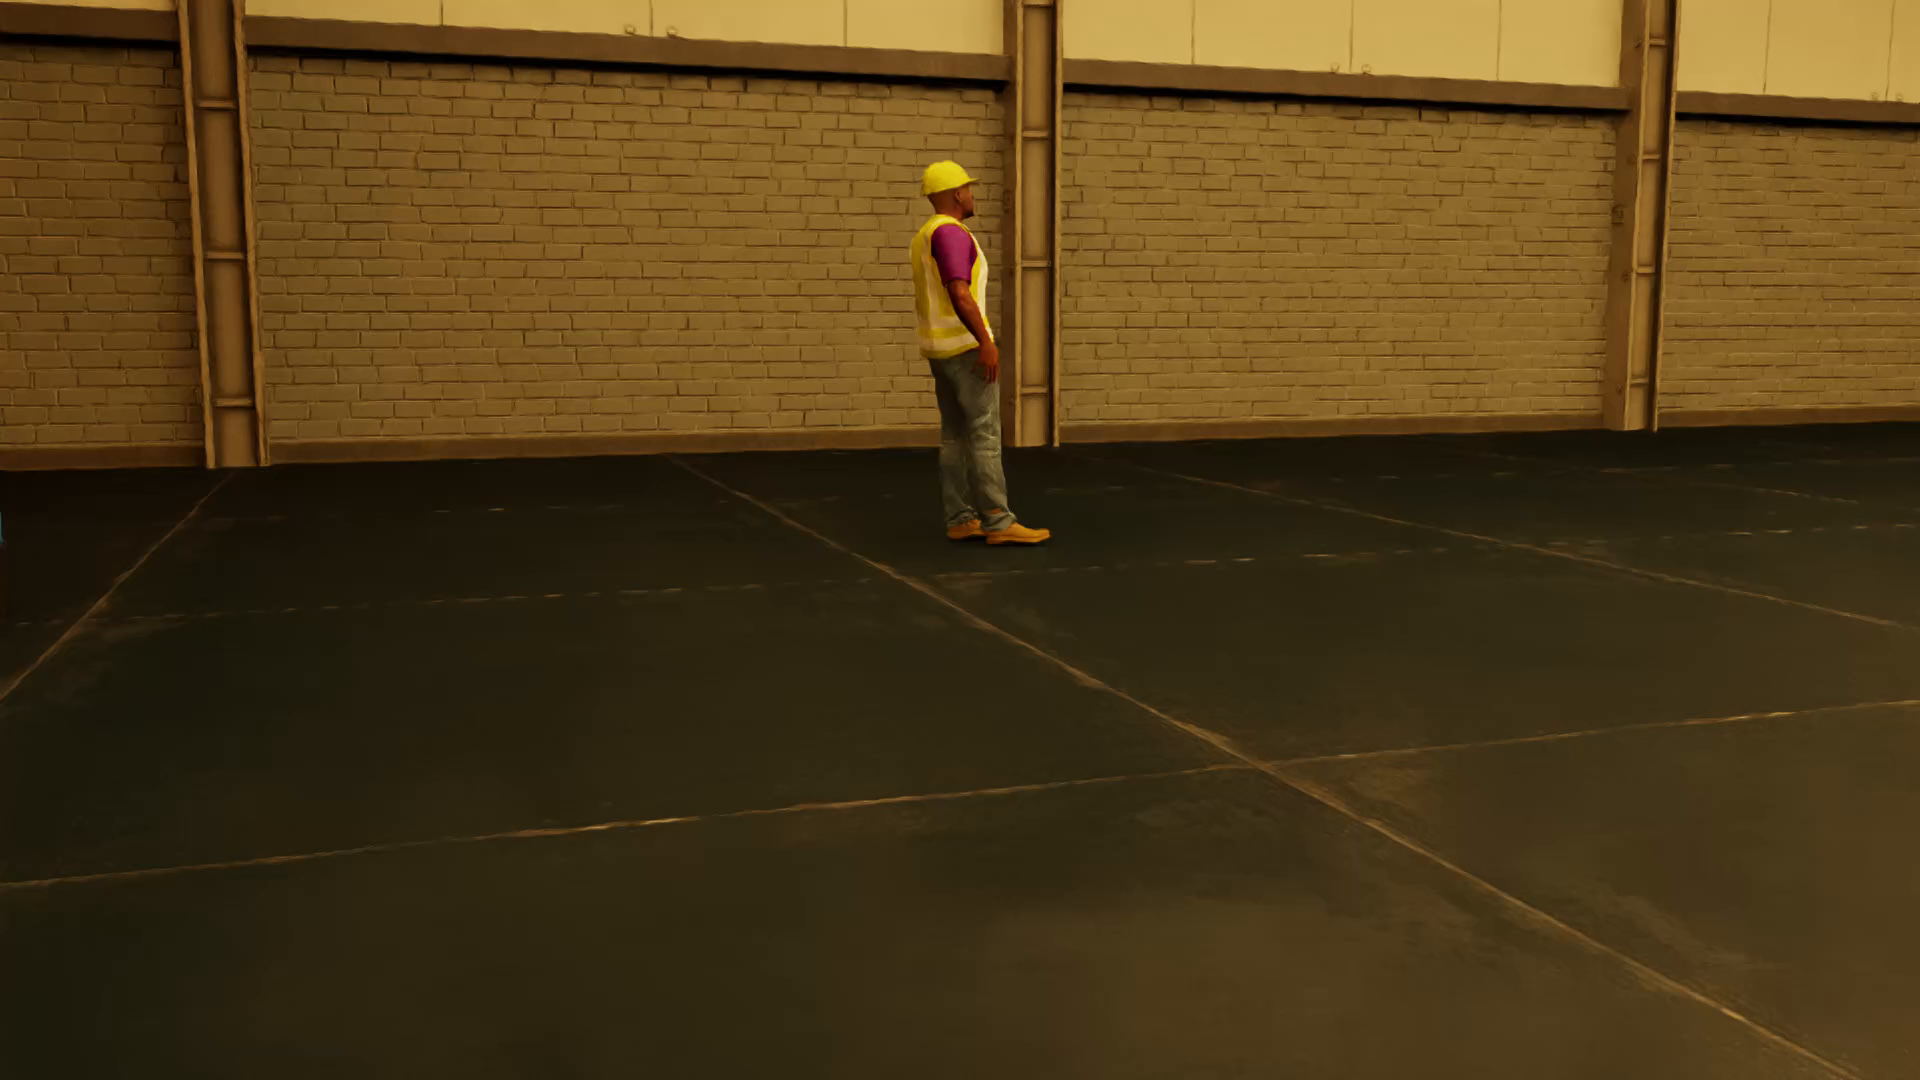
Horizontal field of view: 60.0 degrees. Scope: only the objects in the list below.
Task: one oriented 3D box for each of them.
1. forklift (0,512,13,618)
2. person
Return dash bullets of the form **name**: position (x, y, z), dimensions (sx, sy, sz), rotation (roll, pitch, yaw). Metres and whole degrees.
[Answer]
- **forklift**: position (-4.633, -1.054, 4.794), dimensions (3.031, 2.935, 1.130), rotation (-6, 10, -38)
- **person**: position (0.068, -0.885, 7.821), dimensions (0.576, 1.766, 0.665), rotation (-3, 8, -18)
